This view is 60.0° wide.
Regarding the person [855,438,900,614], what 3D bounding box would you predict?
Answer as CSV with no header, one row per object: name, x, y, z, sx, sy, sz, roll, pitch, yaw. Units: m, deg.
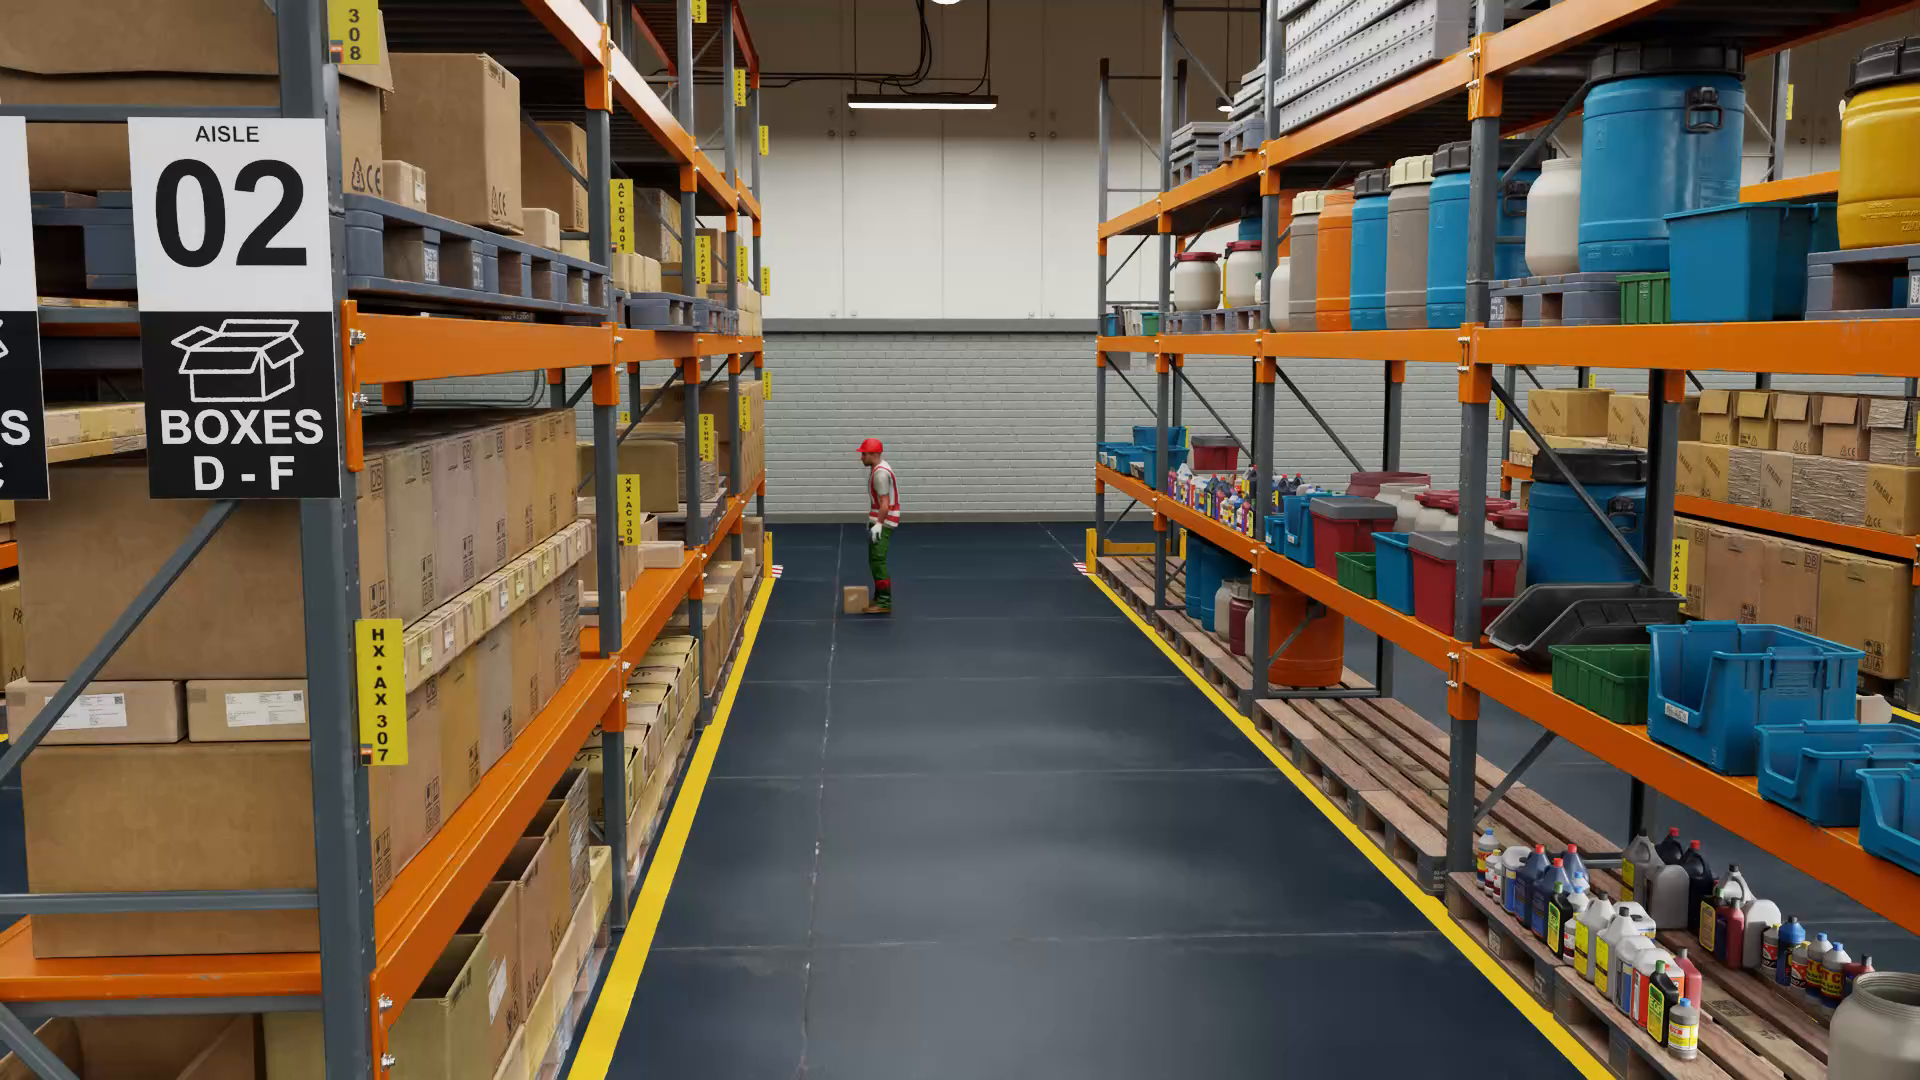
person,-0.839,-0.150,16.941,0.447,1.778,0.592,-1,7,-6
